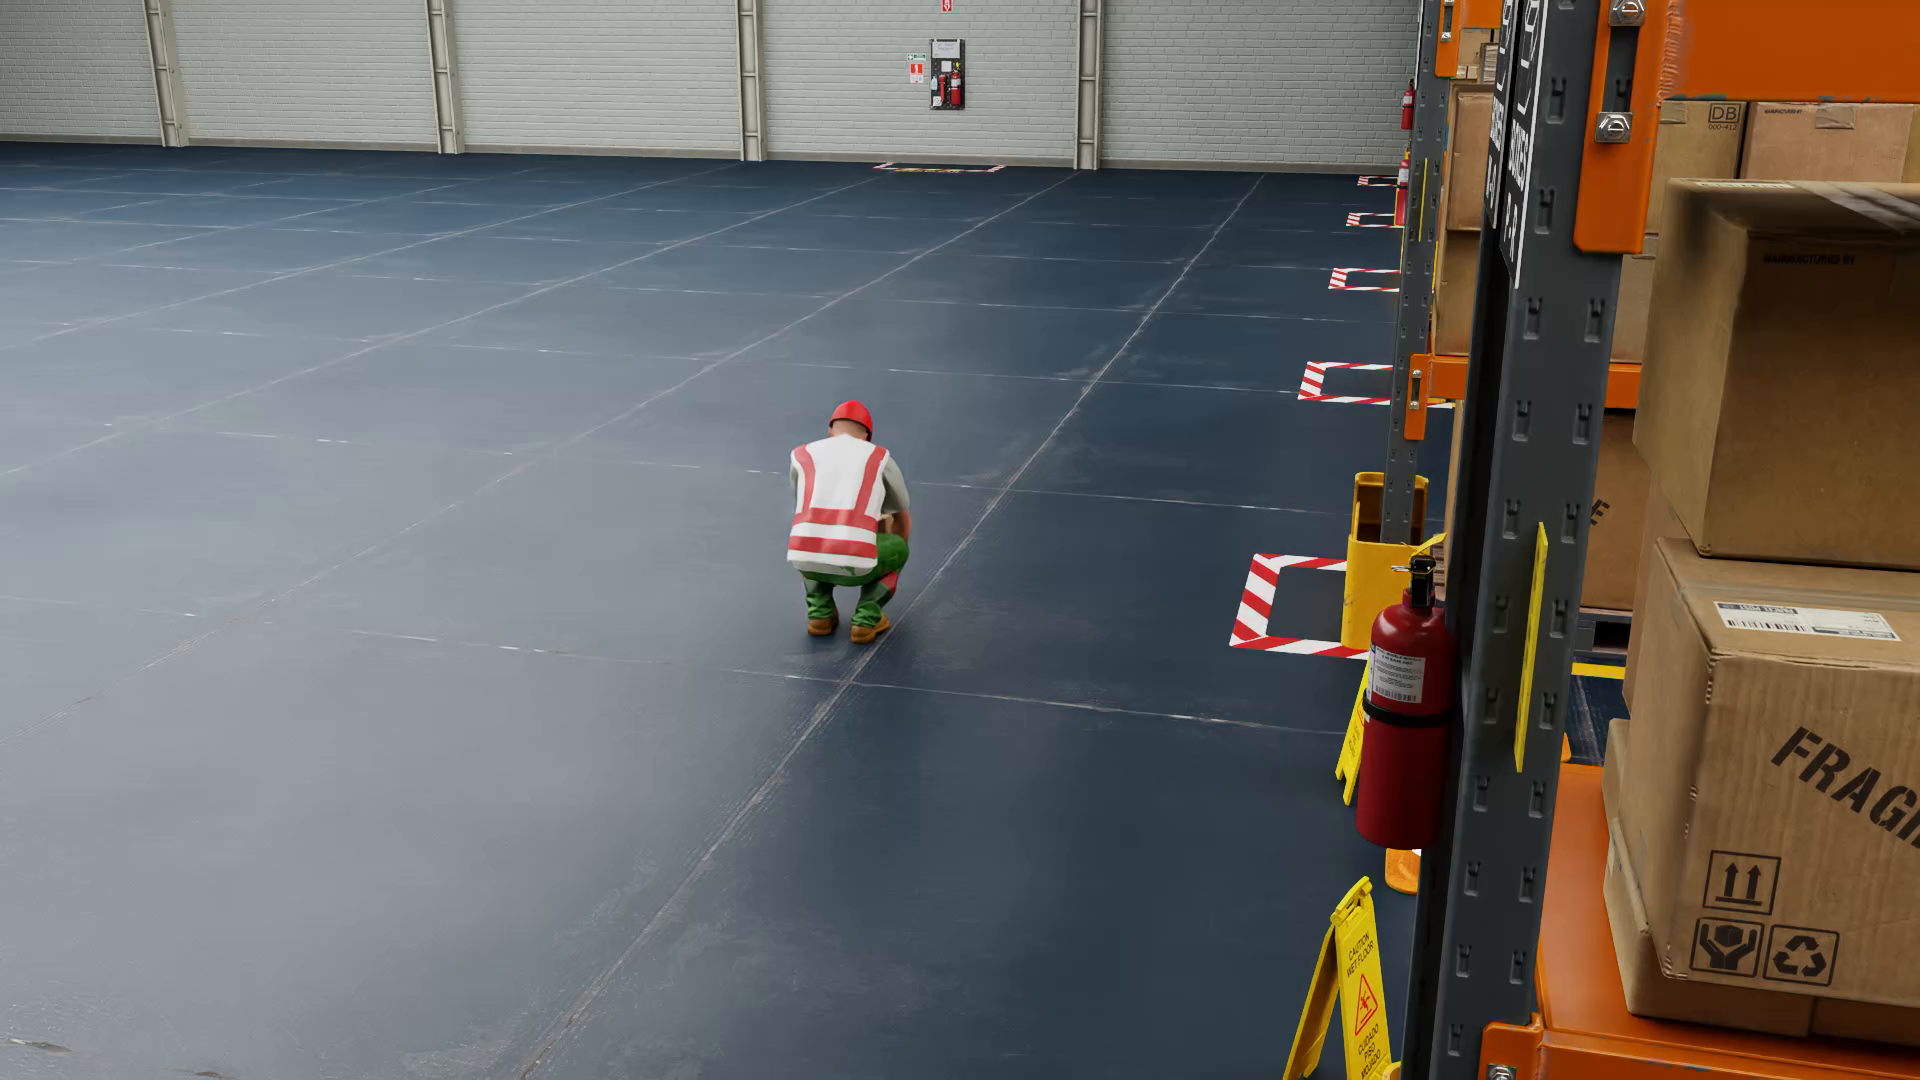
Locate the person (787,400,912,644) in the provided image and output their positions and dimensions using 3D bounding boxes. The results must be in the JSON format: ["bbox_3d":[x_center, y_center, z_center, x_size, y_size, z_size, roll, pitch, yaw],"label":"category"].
[{"bbox_3d":[-0.525,-0.090,7.585,0.568,0.995,0.860,5,19,14],"label":"person"}]
